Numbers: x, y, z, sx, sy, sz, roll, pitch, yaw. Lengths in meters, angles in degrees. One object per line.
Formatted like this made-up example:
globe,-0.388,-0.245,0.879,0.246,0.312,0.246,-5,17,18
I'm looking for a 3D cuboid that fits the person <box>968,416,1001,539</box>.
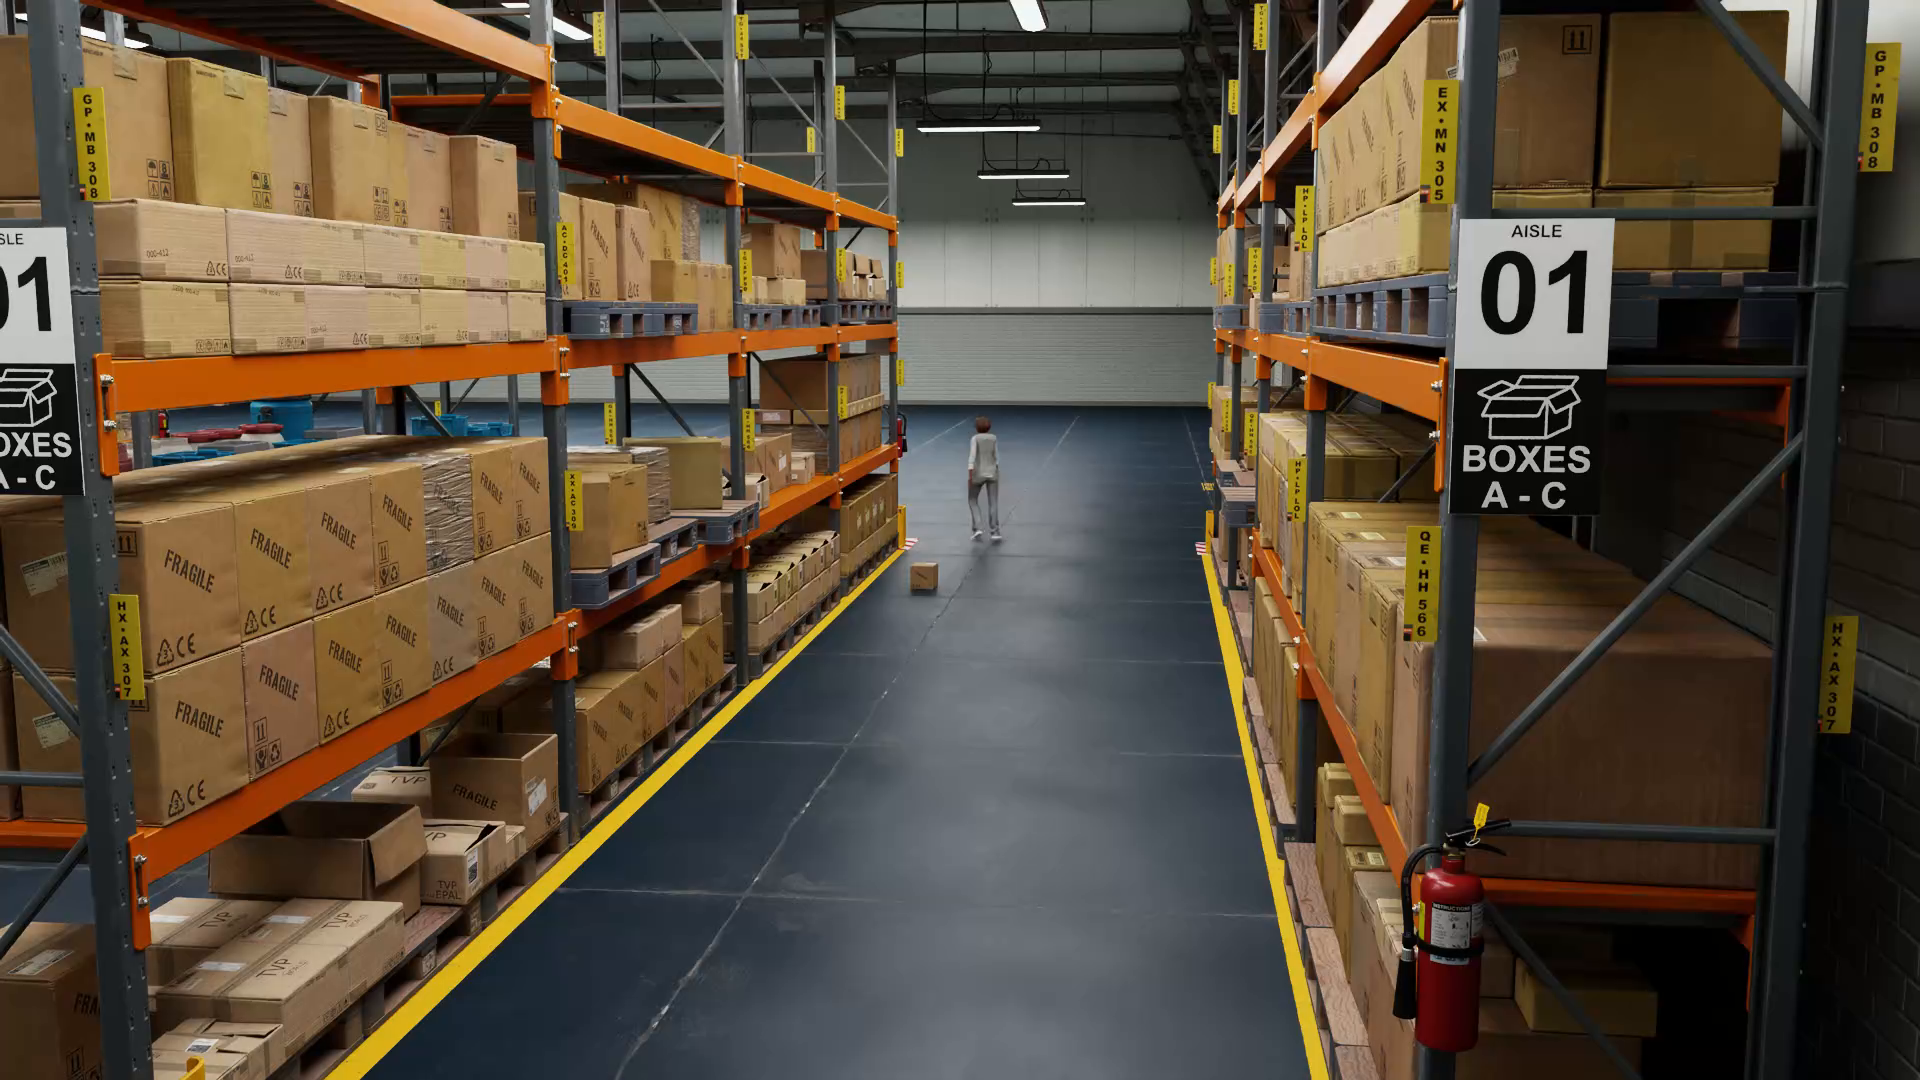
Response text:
person,0.305,-0.791,21.607,0.474,1.639,0.496,-2,8,-16
